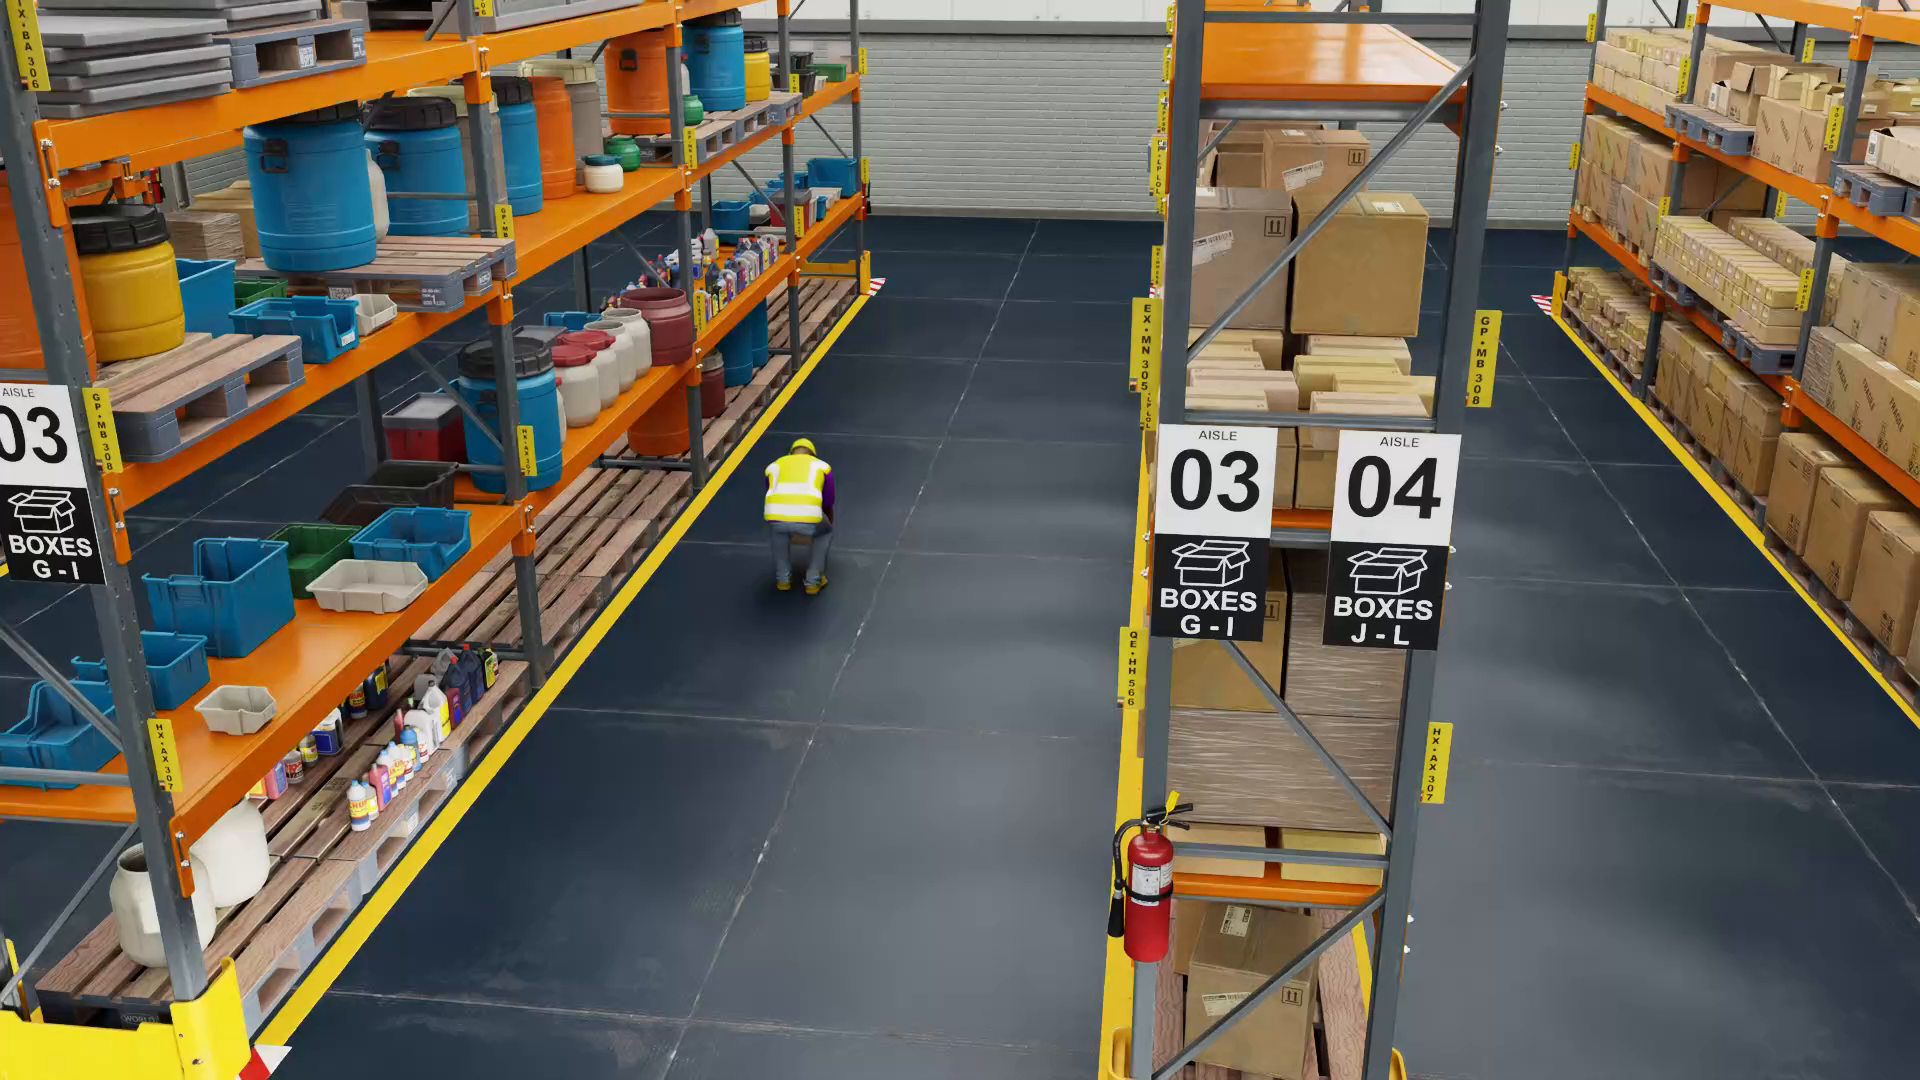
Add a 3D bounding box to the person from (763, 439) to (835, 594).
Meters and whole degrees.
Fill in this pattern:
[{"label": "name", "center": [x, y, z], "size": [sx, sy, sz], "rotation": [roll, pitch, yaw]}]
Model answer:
[{"label": "person", "center": [-1.224, -0.170, 12.554], "size": [0.526, 1.007, 0.947], "rotation": [2, 21, 4]}]
